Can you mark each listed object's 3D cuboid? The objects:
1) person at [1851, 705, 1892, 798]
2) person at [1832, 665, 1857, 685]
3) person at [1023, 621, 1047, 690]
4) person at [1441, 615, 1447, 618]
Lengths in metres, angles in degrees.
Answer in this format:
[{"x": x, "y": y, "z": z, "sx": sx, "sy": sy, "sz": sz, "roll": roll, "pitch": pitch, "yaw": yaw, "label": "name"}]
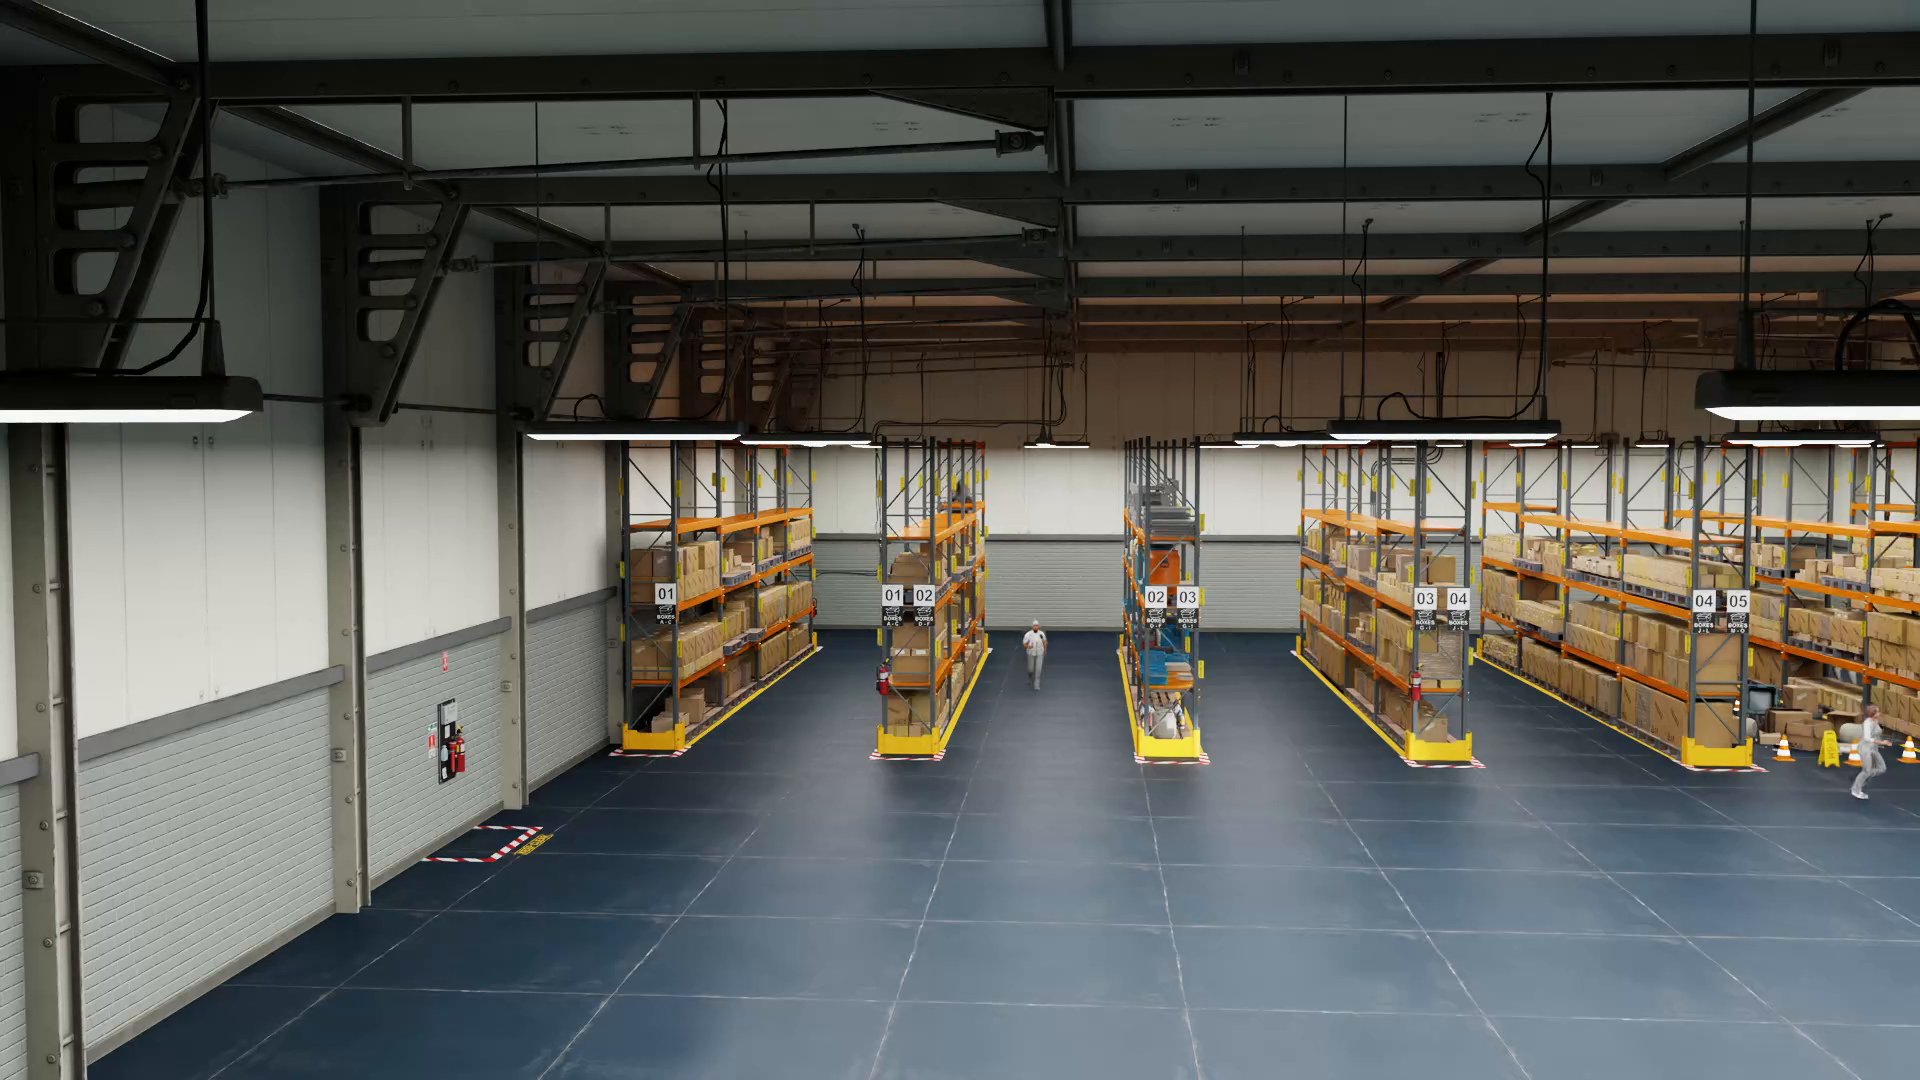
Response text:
[{"x": 14.977, "y": 3.483, "z": 27.313, "sx": 0.516, "sy": 1.551, "sz": 0.603, "roll": -2, "pitch": 4, "yaw": -38, "label": "person"}, {"x": 21.154, "y": 2.708, "z": 39.735, "sx": 0.642, "sy": 1.840, "sz": 0.763, "roll": 0, "pitch": 3, "yaw": -2, "label": "person"}, {"x": 1.804, "y": 2.761, "z": 40.031, "sx": 0.589, "sy": 1.637, "sz": 0.746, "roll": 0, "pitch": 3, "yaw": -5, "label": "person"}, {"x": 13.145, "y": 2.438, "z": 45.469, "sx": 0.581, "sy": 1.578, "sz": 0.700, "roll": 1, "pitch": 3, "yaw": 13, "label": "person"}]
